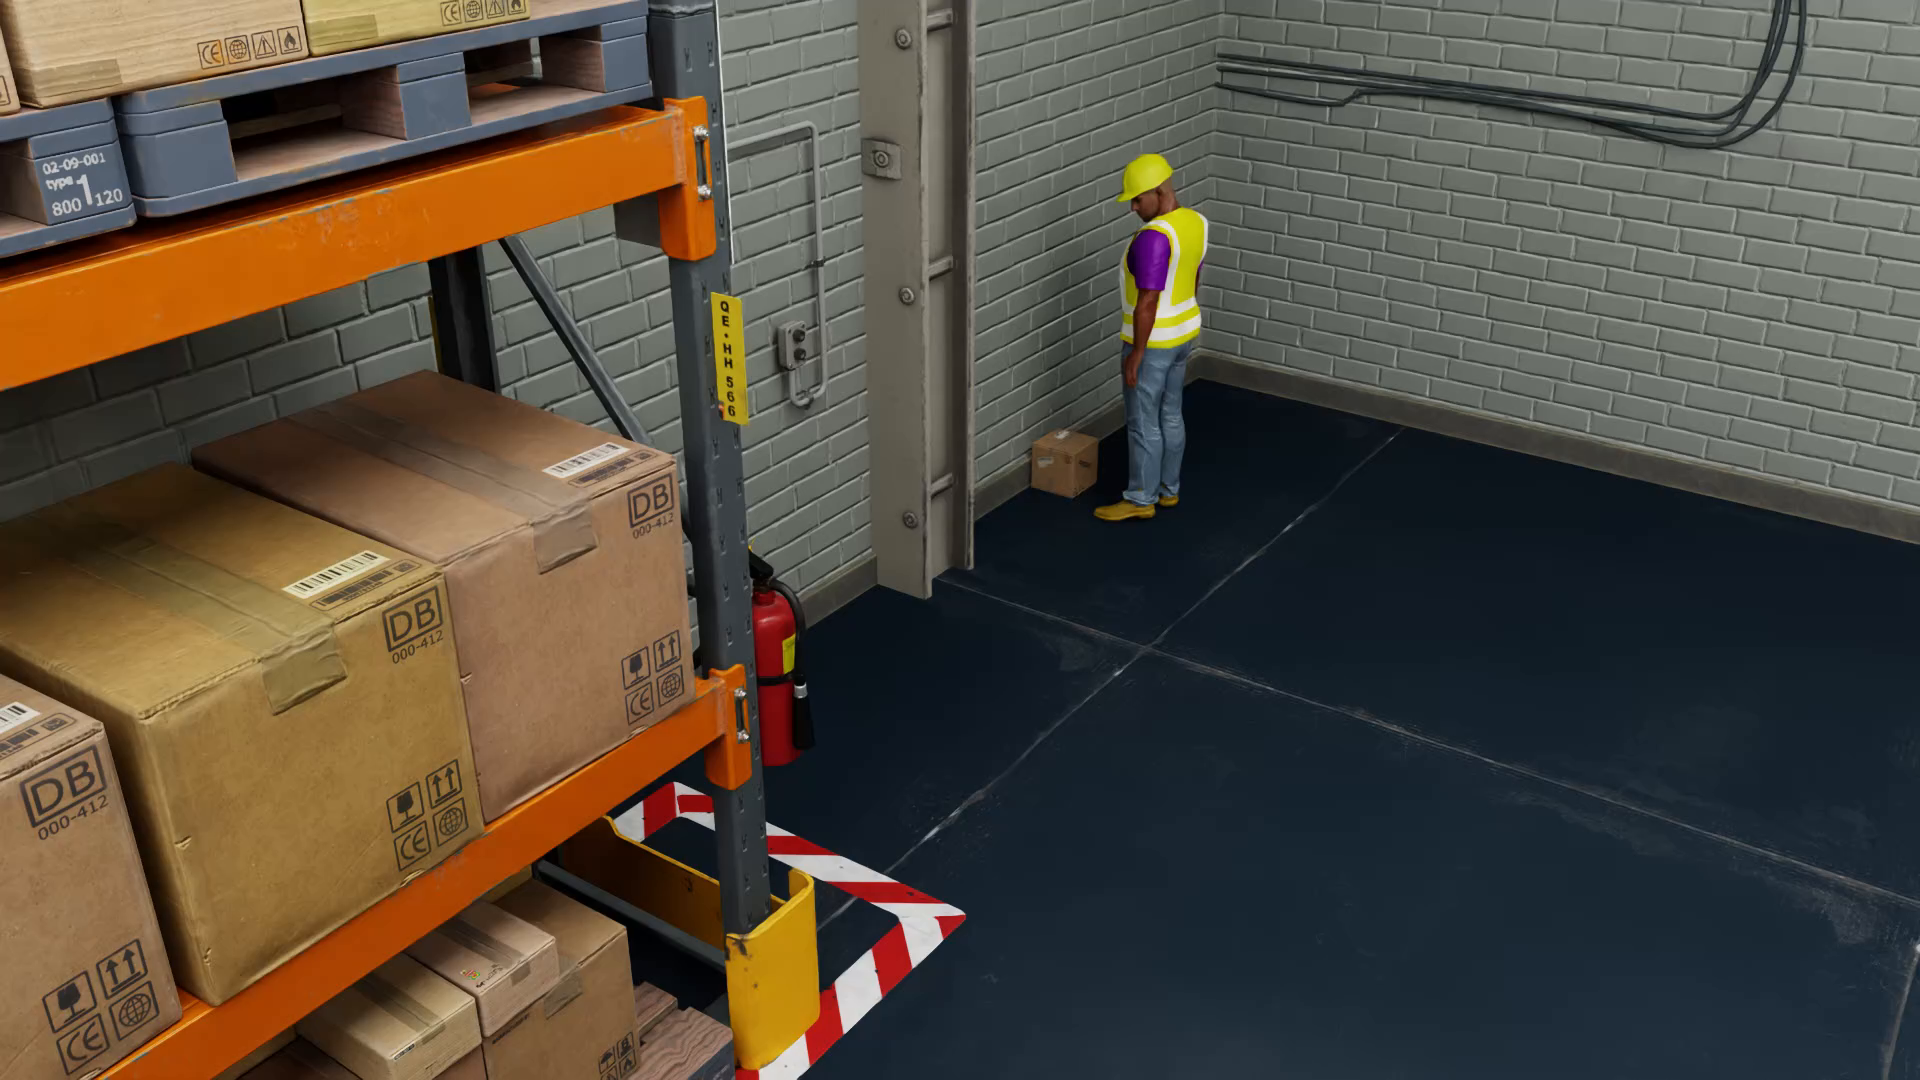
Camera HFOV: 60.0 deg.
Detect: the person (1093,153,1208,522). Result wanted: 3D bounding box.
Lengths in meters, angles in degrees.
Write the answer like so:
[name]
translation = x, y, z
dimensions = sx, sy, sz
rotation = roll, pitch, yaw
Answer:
[person]
translation = 0.946, -0.963, 7.991
dimensions = 0.385, 1.782, 0.669
rotation = 19, 33, 33
